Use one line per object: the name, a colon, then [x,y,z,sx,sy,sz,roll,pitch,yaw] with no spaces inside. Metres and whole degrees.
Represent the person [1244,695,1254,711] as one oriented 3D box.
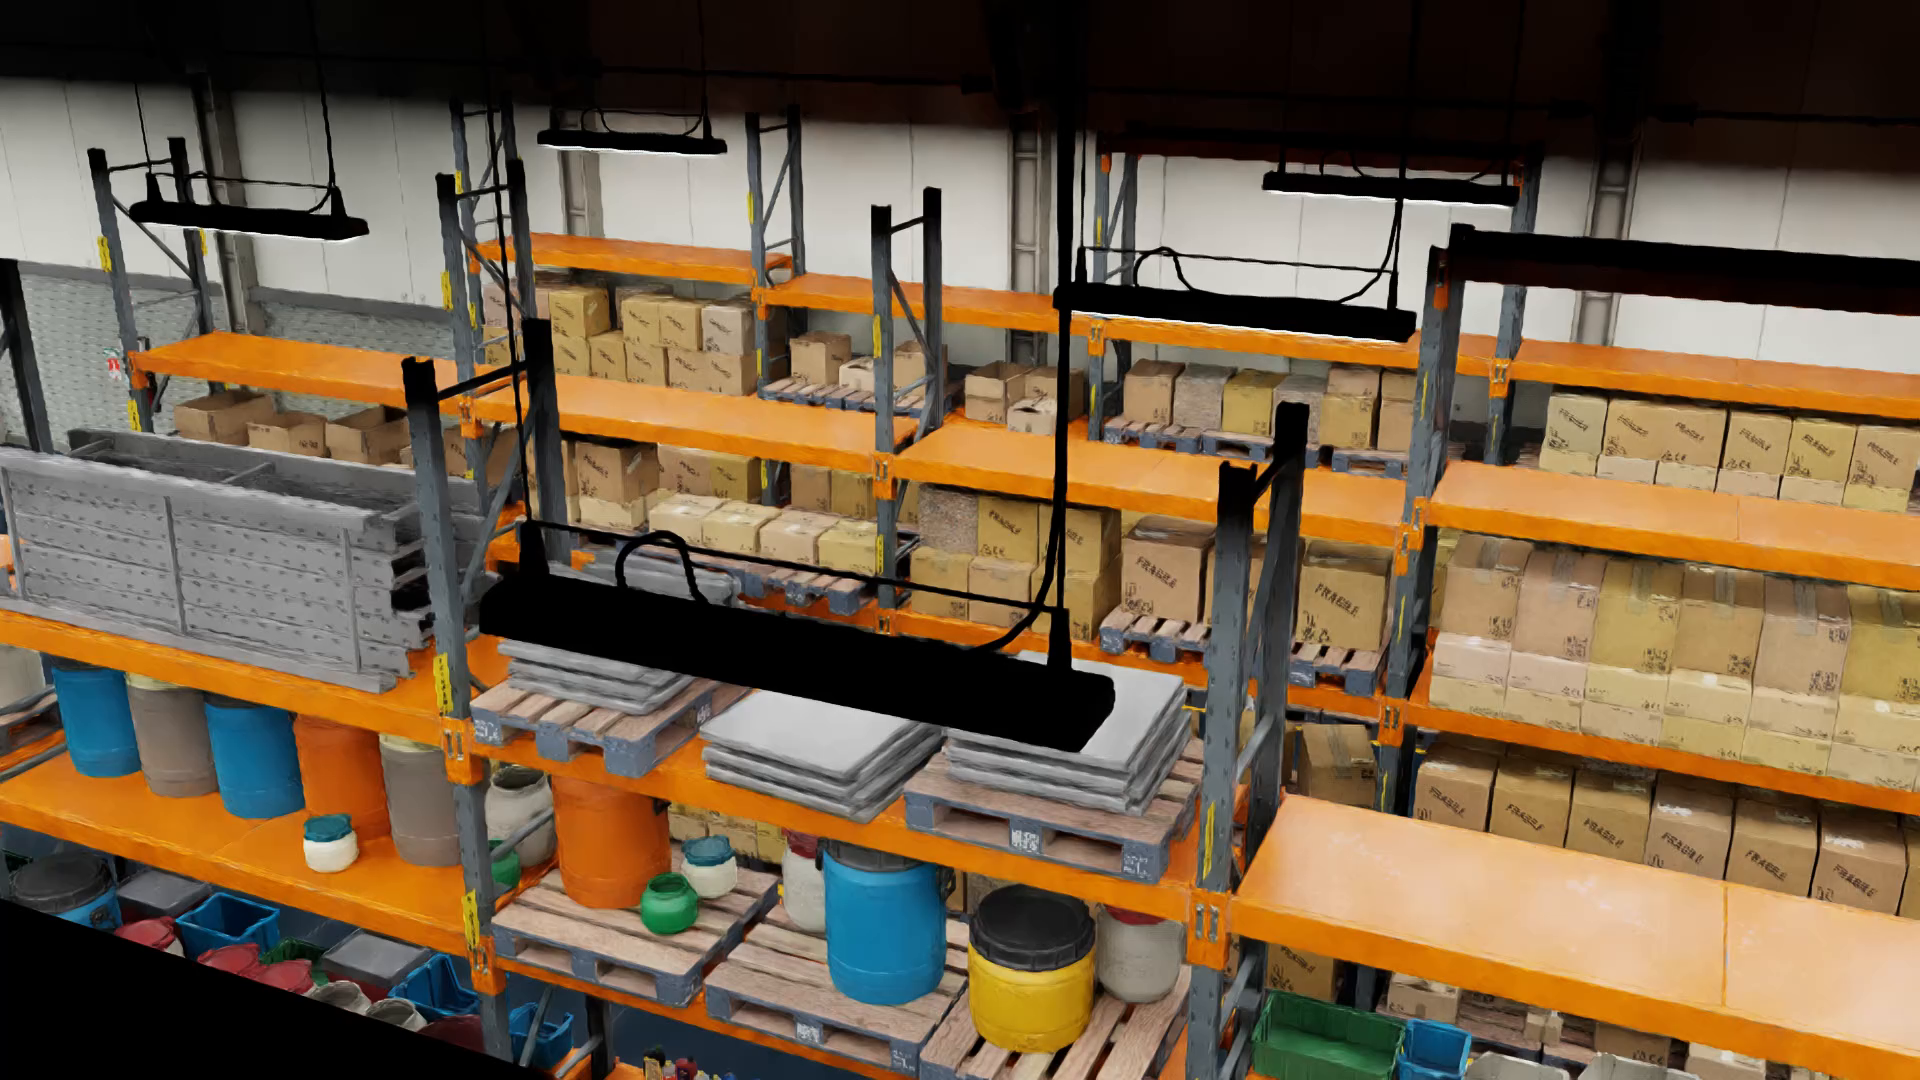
person: [2.532,1.792,15.697,0.477,1.641,0.349,-1,21,-4]
